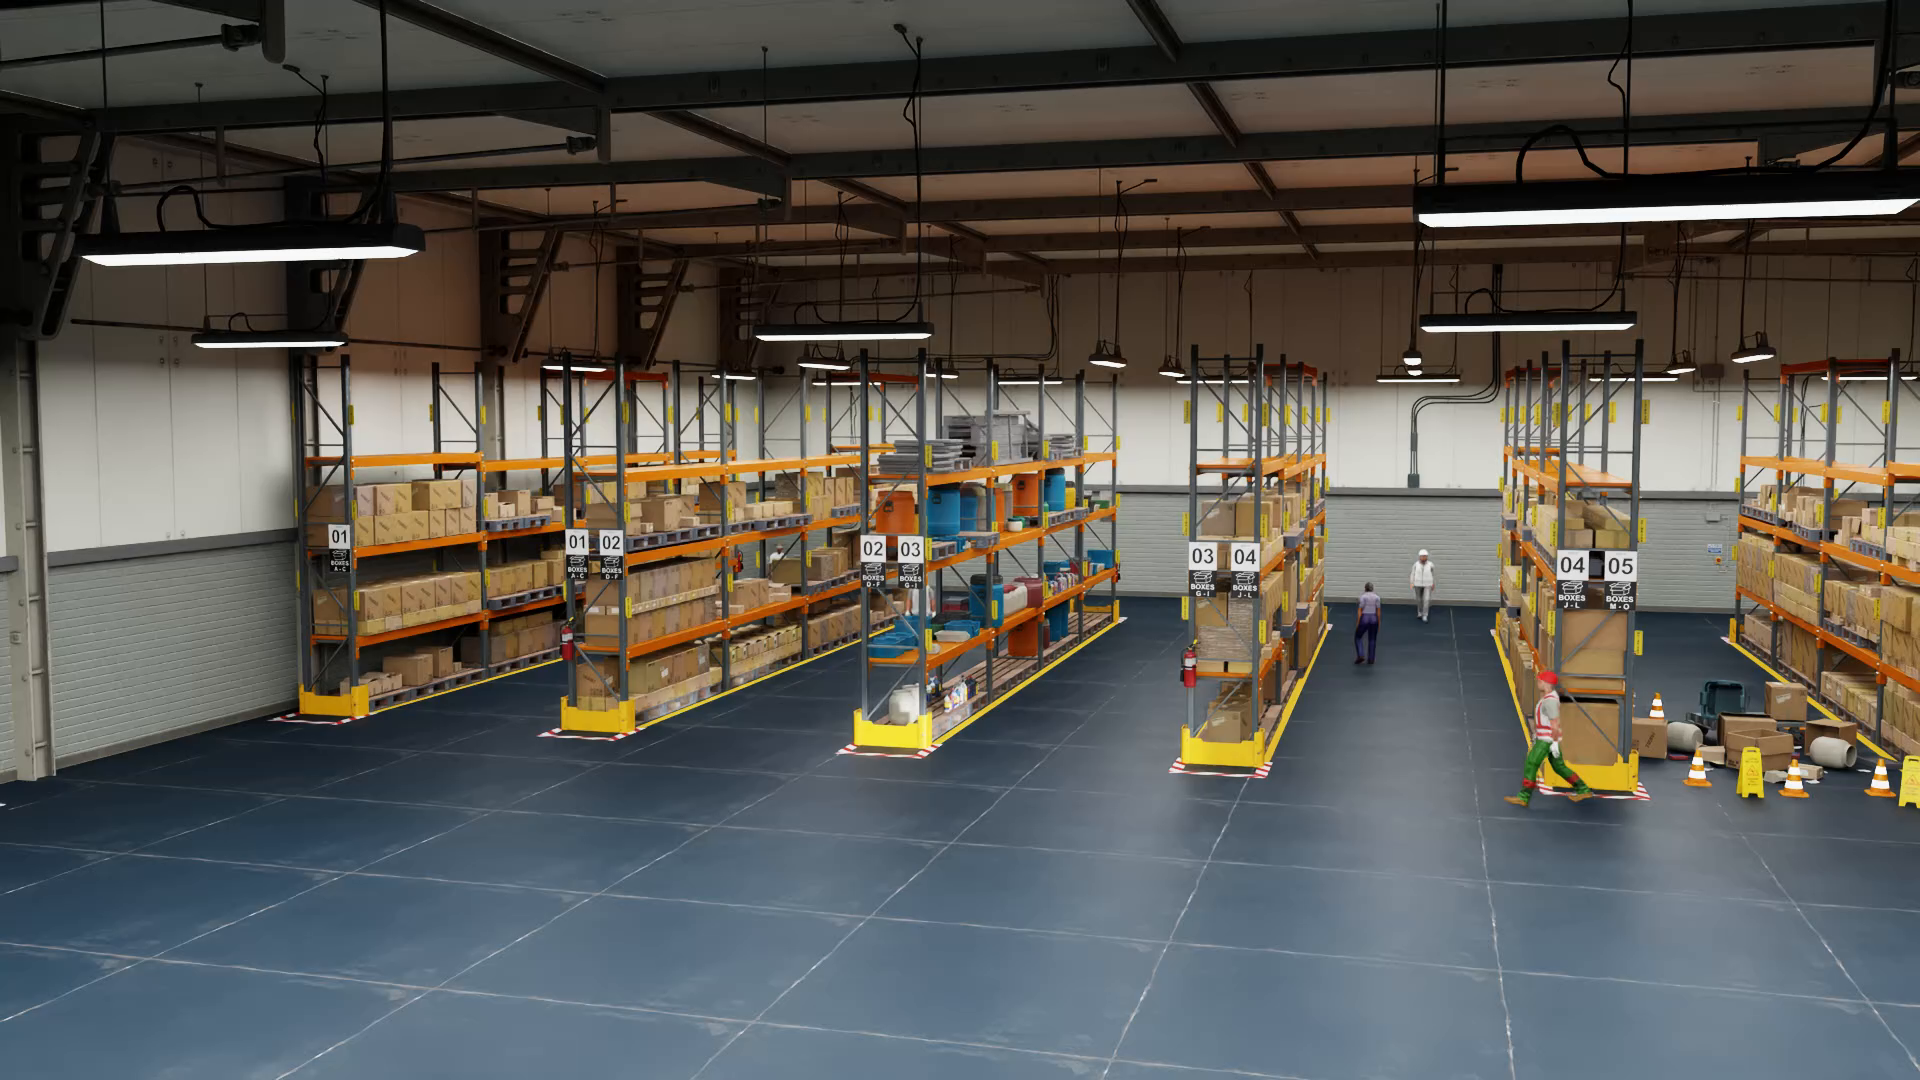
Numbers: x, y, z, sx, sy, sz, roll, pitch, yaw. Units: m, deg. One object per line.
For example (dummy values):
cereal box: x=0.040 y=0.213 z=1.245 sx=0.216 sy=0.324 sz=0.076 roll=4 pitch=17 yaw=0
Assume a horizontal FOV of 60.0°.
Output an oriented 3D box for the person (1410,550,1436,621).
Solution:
person: x=11.273 y=1.090 z=40.475 sx=0.595 sy=1.713 sz=1.069 roll=1 pitch=5 yaw=18

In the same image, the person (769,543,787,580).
person: x=-4.699 y=0.939 z=43.251 sx=0.502 sy=1.714 sz=0.491 roll=-2 pitch=5 yaw=-21

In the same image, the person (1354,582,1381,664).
person: x=8.215 y=1.693 z=33.507 sx=0.526 sy=1.695 sz=0.381 roll=-1 pitch=4 yaw=-8

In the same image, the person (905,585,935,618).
person: x=-0.826 y=1.532 z=34.564 sx=0.591 sy=1.730 sz=1.098 roll=1 pitch=4 yaw=12

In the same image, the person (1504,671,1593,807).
person: x=7.518 y=2.539 z=21.196 sx=1.075 sy=1.748 sz=0.536 roll=1 pitch=4 yaw=17
